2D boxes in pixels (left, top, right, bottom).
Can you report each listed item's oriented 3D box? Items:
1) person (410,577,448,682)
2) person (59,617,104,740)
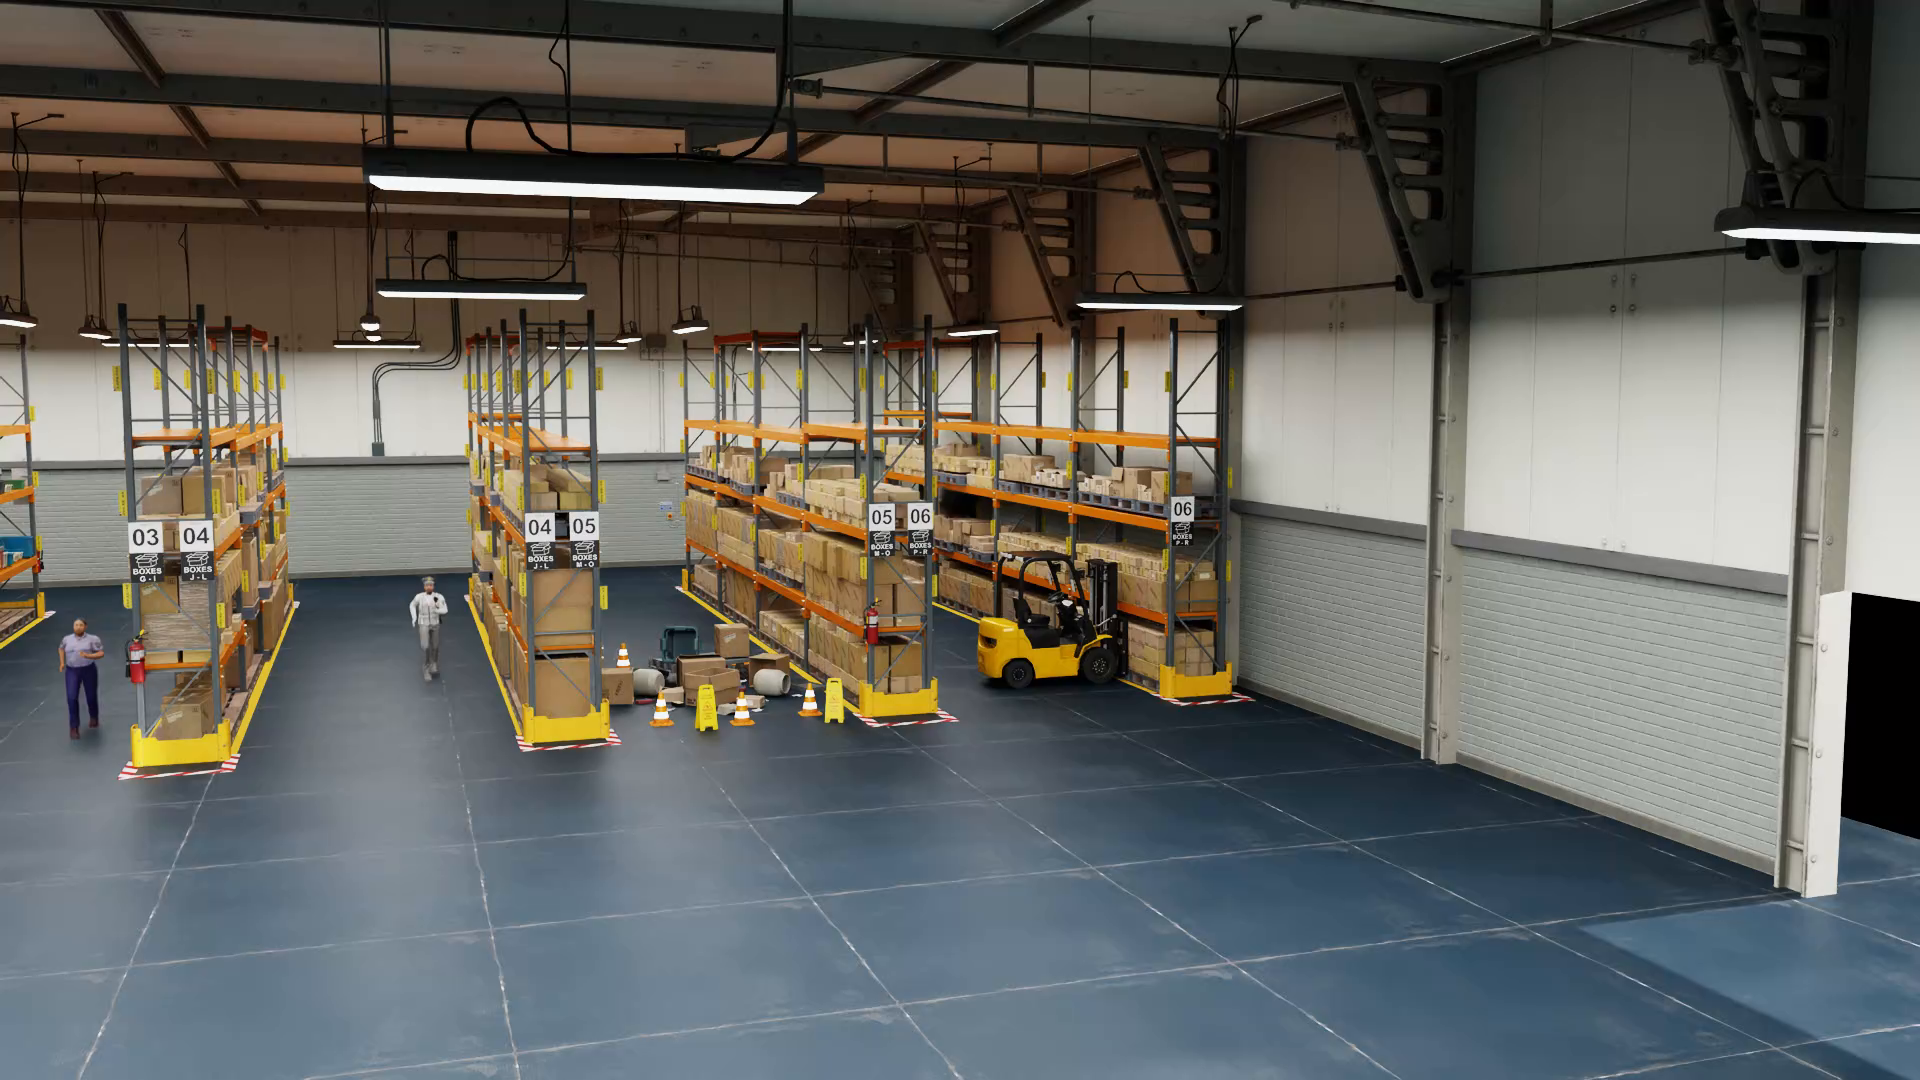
[{"bbox_3d":[-8.986,1.480,28.181,0.587,1.741,0.808,-2,6,-22],"label":"person"},{"bbox_3d":[-12.478,1.936,23.633,0.594,1.658,0.895,-2,6,-22],"label":"person"}]
